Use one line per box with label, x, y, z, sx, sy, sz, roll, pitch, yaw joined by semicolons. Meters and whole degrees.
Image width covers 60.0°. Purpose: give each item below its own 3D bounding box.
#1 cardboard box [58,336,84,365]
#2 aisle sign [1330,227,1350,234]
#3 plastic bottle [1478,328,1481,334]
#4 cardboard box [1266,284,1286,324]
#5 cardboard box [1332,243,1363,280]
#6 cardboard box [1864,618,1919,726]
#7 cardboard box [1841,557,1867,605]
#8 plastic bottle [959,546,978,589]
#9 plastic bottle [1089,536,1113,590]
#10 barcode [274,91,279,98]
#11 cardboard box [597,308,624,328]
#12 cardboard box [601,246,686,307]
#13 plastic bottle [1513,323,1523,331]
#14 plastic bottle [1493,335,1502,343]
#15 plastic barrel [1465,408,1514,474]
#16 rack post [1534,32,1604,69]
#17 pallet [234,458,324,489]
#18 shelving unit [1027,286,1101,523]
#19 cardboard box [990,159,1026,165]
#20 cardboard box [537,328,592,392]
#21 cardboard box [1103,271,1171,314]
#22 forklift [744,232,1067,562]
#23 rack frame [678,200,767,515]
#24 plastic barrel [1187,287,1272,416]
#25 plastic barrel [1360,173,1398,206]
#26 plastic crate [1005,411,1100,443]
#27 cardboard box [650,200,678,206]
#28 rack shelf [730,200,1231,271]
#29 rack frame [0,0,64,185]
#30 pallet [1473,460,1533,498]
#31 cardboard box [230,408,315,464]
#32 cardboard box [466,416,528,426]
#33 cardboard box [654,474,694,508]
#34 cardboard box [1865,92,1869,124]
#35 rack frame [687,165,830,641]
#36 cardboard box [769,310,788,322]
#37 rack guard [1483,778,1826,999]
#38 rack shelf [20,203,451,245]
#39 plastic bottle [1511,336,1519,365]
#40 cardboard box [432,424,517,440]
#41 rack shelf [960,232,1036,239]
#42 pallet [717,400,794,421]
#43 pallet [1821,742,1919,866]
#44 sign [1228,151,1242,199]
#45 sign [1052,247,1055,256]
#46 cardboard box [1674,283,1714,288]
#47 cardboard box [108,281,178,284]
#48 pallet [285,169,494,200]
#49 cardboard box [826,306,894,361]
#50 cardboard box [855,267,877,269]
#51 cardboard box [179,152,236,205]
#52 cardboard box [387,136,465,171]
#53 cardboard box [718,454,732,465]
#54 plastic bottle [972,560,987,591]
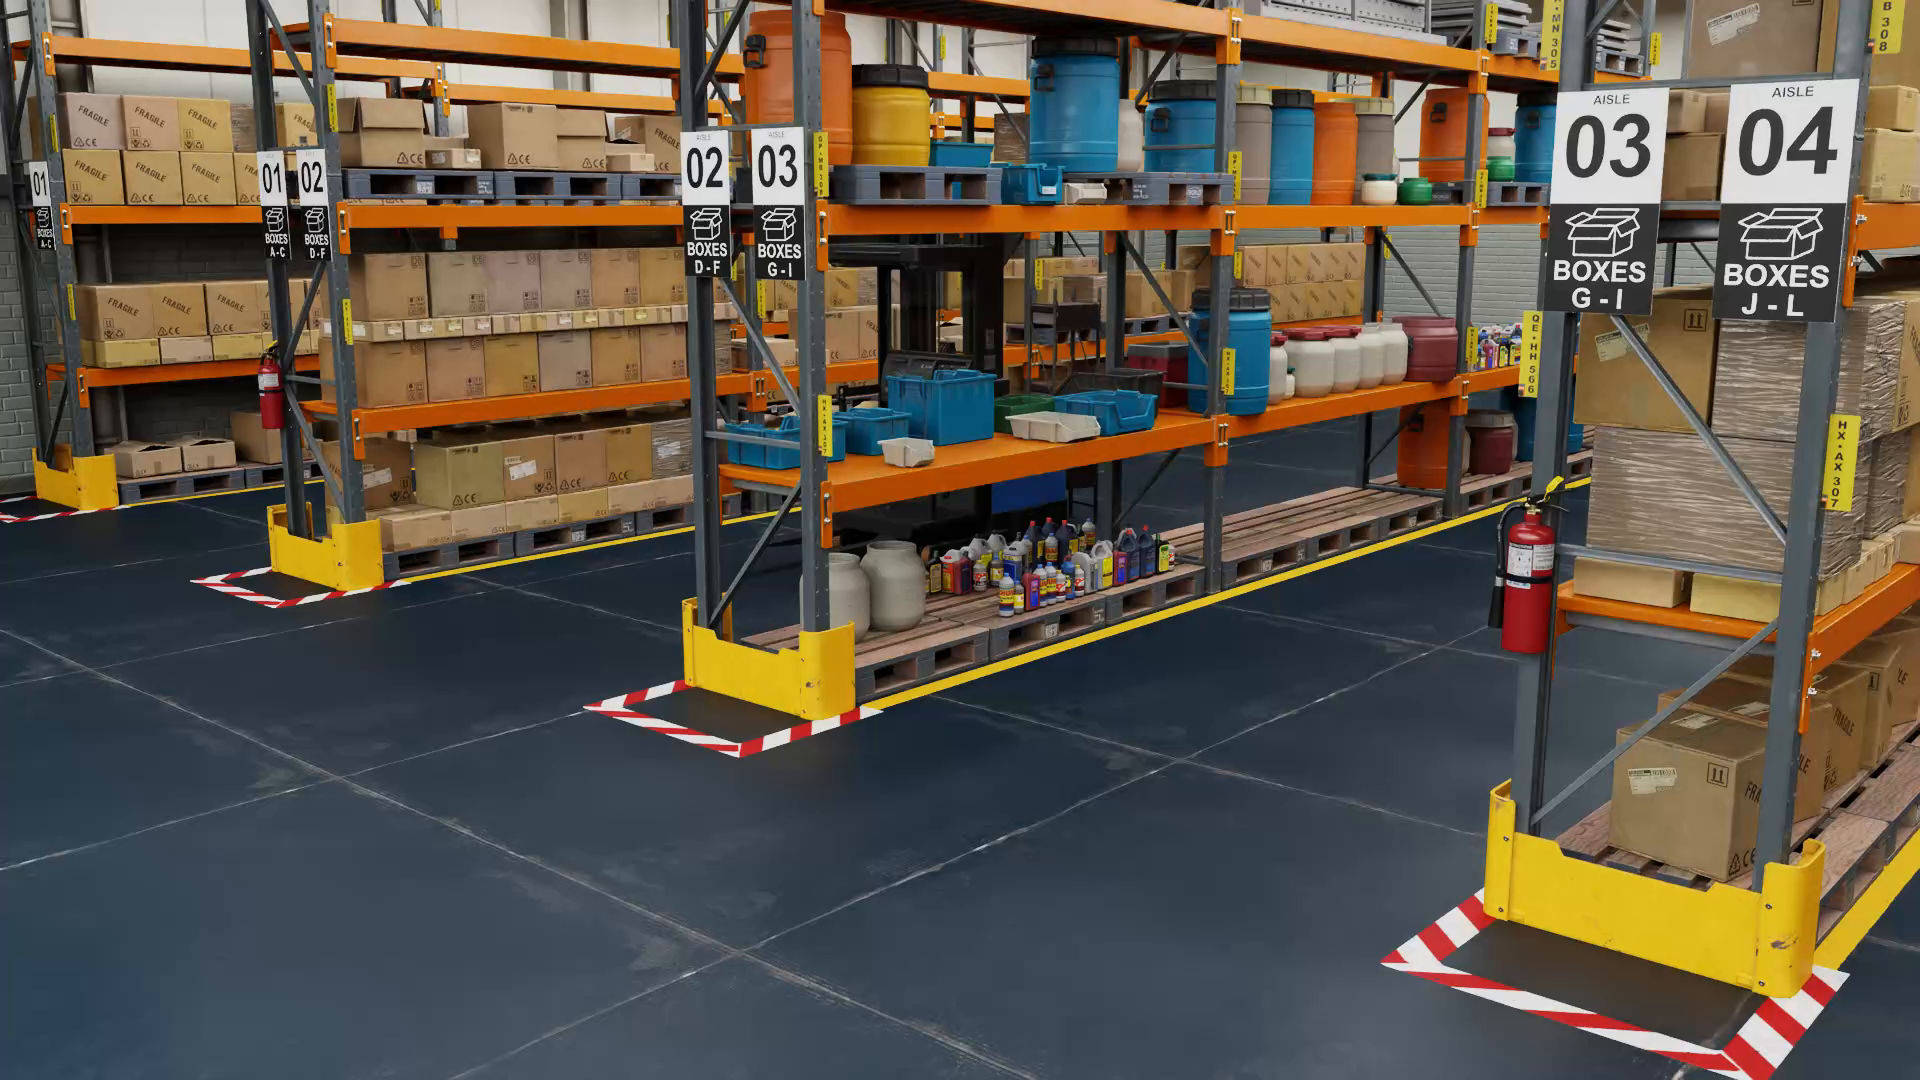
cardboard box;-8.412;-1.860;16.200;0.500;0.250;0.500;10;15;41
aisle sign;5.534;-4.867;24.285;0.394;0.787;0.004;10;15;40
plastic bottle;5.335;-2.049;17.141;0.097;0.271;0.097;0;11;0
cardboard box;3.946;-3.121;21.921;0.500;0.500;0.500;10;15;41
cardboard box;5.290;-3.908;23.313;0.500;0.500;0.500;10;15;42
cardboard box;4.561;0.661;8.552;0.500;0.500;0.500;-7;13;-30
cardboard box;3.310;0.134;6.524;0.380;0.149;0.250;10;15;40
plastic bottle;0.028;0.190;11.434;0.152;0.276;0.135;9;15;39
plastic bottle;0.959;0.153;11.427;0.144;0.351;0.185;10;15;40
barcode;-7.175;-4.673;17.438;0.001;0.075;0.075;10;15;40
cardboard box;-3.069;-1.892;14.113;0.380;0.149;0.250;10;15;42
cardboard box;-2.832;-2.324;14.619;0.700;0.500;0.500;10;15;40
plastic bottle;5.955;-2.181;17.792;0.152;0.276;0.135;10;15;40
plastic bottle;5.538;-2.015;17.149;0.097;0.201;0.097;0;11;0
plastic barrel;5.203;-0.990;16.595;0.600;0.588;0.708;10;15;40
rack post;5.547;-4.697;16.031;0.954;0.300;0.937;-10;15;-41
pallet;-7.157;-0.768;17.516;1.003;0.211;1.213;10;15;40
shelving unit;0.919;-1.187;14.794;0.503;2.100;0.431;-8;14;-33
cardboard box;0.692;-3.956;18.446;0.910;0.500;0.500;10;15;40
cardboard box;-3.514;-1.535;13.981;0.700;0.500;0.500;10;15;42
cardboard box;2.183;-3.061;20.550;0.500;0.500;0.700;-9;15;-39
forklift;-0.416;-1.345;13.460;1.130;2.935;3.031;10;15;40
rack frame;-2.211;-1.779;15.460;1.000;3.000;0.127;10;15;40
plastic barrel;1.990;-1.401;12.290;0.600;0.901;0.708;10;15;40
plastic barrel;3.483;-2.912;13.829;0.301;0.262;0.301;0;11;0
plastic crate;0.625;-0.737;10.916;0.530;0.136;0.437;10;15;40
cardboard box;-3.567;-4.304;20.618;0.500;0.311;0.500;10;15;40
rack shelf;0.187;-1.962;10.554;1.077;0.370;4.000;10;15;40
rack frame;-8.575;-4.772;15.129;1.000;3.000;0.127;10;15;40
pallet;5.442;-0.659;16.972;1.003;0.211;1.213;10;15;40
cardboard box;-7.153;-1.096;17.298;0.700;0.500;0.500;9;14;37
cardboard box;-5.461;-1.519;19.418;0.700;0.500;0.500;10;15;42
cardboard box;-2.691;-0.468;14.843;0.500;0.250;0.500;10;15;40
cardboard box;2.943;-1.513;5.833;0.380;0.149;0.250;10;15;40
rack frame;-1.133;-0.549;9.304;1.000;3.000;0.127;10;15;40
cardboard box;-2.491;-2.977;22.046;0.380;0.149;0.250;10;15;42
rack guard;2.637;1.305;6.399;1.175;0.500;0.348;10;15;40
rack shelf;-7.255;-3.243;16.967;1.077;0.370;4.000;10;15;40
plastic bottle;5.319;-1.820;15.996;0.097;0.271;0.097;0;11;0
cardboard box;-4.072;-0.682;14.002;0.500;0.500;0.500;10;15;40
rack shelf;-0.891;-3.191;16.709;1.077;0.370;4.000;10;15;40
pallet;-2.717;-1.746;22.415;1.003;0.211;1.213;10;15;40
pallet;4.006;1.154;7.897;1.003;0.211;1.213;10;15;40
sign;1.913;-2.541;11.592;0.100;0.325;0.005;10;15;40
sign;1.574;-4.720;27.774;0.100;0.325;0.005;10;15;40
cardboard box;3.422;-0.855;7.265;0.500;0.500;0.500;10;15;40
cardboard box;-8.084;-2.304;16.506;0.500;0.500;0.500;10;15;41
pallet;-4.366;-2.719;12.732;1.003;0.211;1.213;10;15;40
cardboard box;-1.014;-2.090;16.762;0.500;0.500;0.500;10;15;40
cardboard box;-1.452;-3.918;23.186;0.500;0.250;0.500;10;15;41
cardboard box;-7.446;-3.528;16.253;0.500;0.500;0.500;11;16;43
cardboard box;-4.290;-3.066;13.198;0.500;0.250;0.500;10;15;40
cardboard box;-2.155;-0.735;16.181;0.500;0.250;0.500;10;15;40
plastic bottle;0.134;0.240;11.375;0.097;0.201;0.097;0;11;0
